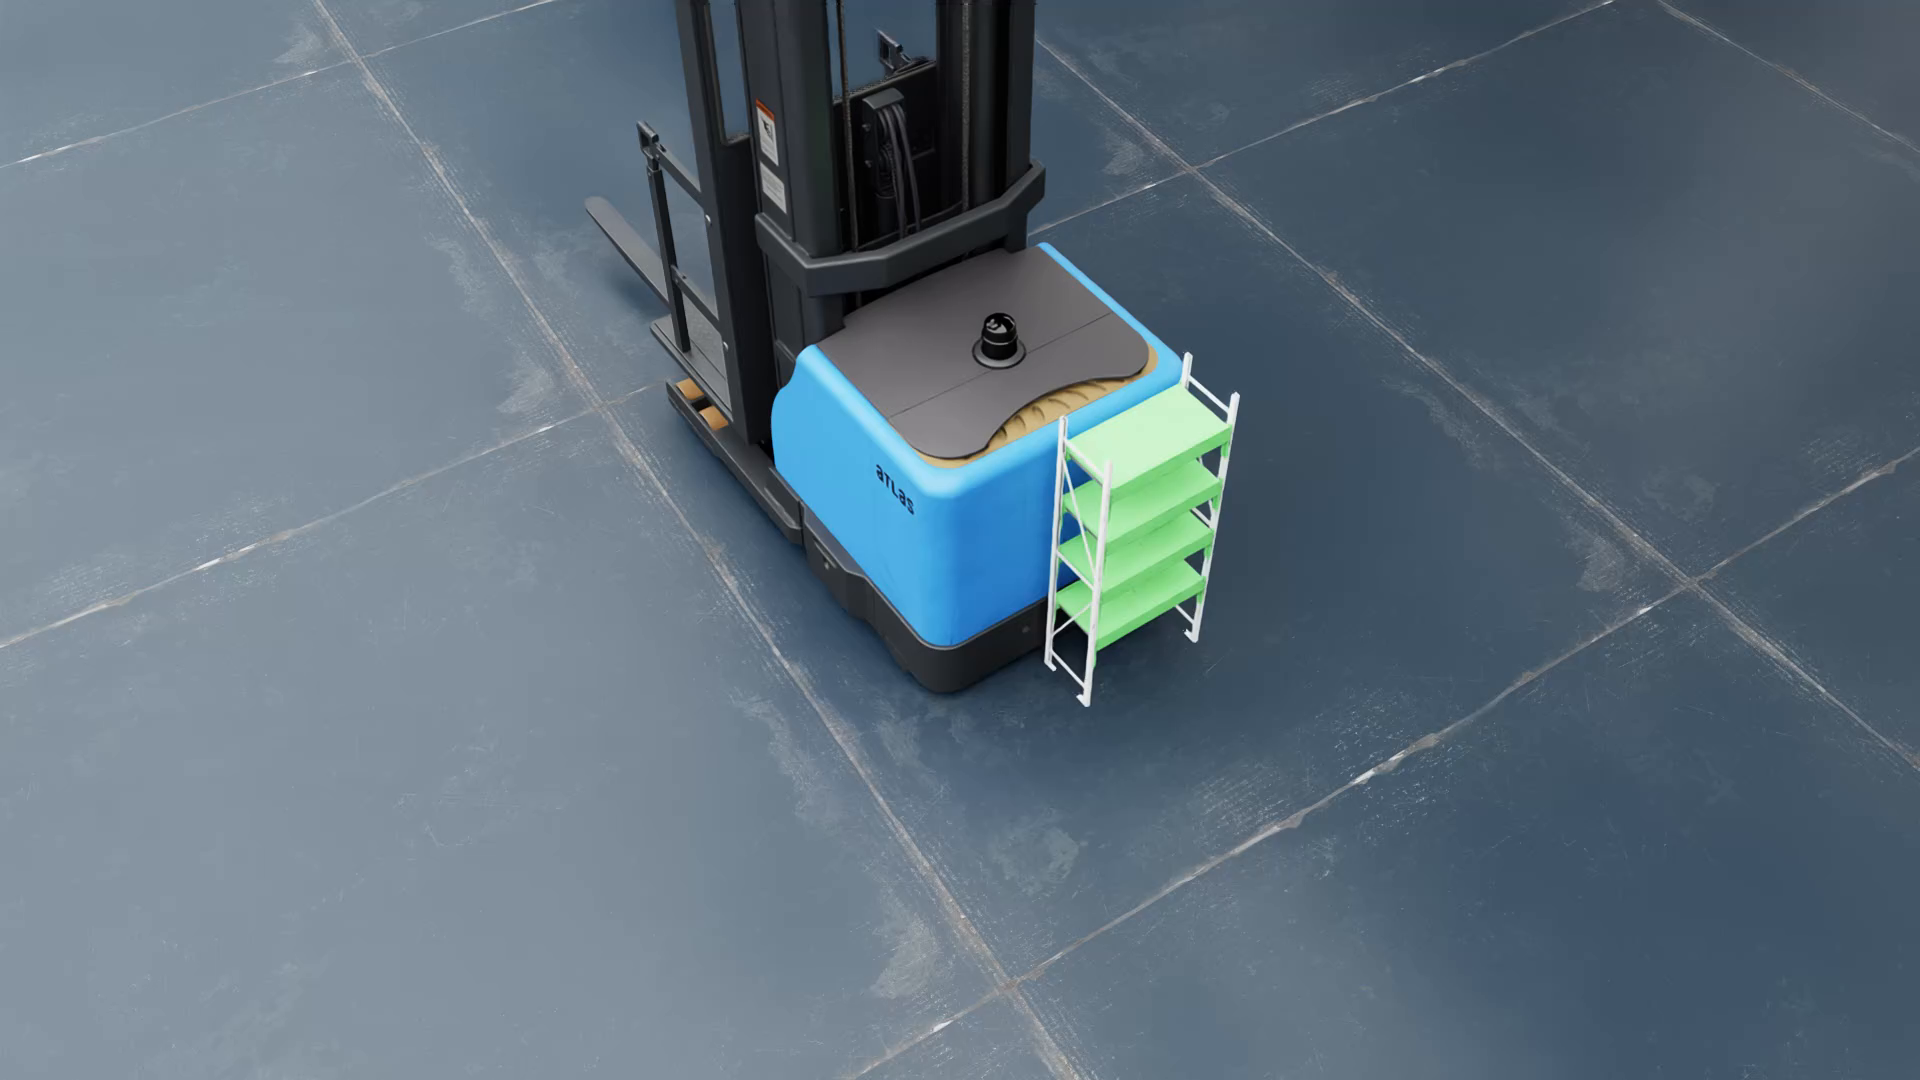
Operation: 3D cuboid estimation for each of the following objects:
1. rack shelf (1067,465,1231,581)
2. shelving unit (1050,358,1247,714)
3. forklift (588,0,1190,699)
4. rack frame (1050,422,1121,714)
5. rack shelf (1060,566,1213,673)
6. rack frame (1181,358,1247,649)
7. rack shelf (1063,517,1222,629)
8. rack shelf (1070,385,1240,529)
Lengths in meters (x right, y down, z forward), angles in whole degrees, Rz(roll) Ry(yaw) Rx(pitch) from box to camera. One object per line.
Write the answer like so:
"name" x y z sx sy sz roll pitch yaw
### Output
"rack shelf" 0.591 -0.100 5.300 0.480 0.148 0.258 -28 54 -23
"shelving unit" 0.591 0.017 5.431 0.503 1.200 0.258 -28 54 -23
"forklift" -0.491 -1.505 5.628 1.130 2.935 3.031 -27 54 -22
"rack frame" 0.392 0.122 5.338 0.015 1.200 0.240 -28 54 -23
"rack shelf" 0.591 0.220 5.658 0.480 0.148 0.258 -28 54 -23
"rack frame" 0.791 -0.088 5.525 0.015 1.200 0.240 -28 54 -23
"rack shelf" 0.591 0.060 5.479 0.480 0.148 0.258 -28 54 -23
"rack shelf" 0.591 -0.259 5.120 0.480 0.148 0.258 -28 54 -23
